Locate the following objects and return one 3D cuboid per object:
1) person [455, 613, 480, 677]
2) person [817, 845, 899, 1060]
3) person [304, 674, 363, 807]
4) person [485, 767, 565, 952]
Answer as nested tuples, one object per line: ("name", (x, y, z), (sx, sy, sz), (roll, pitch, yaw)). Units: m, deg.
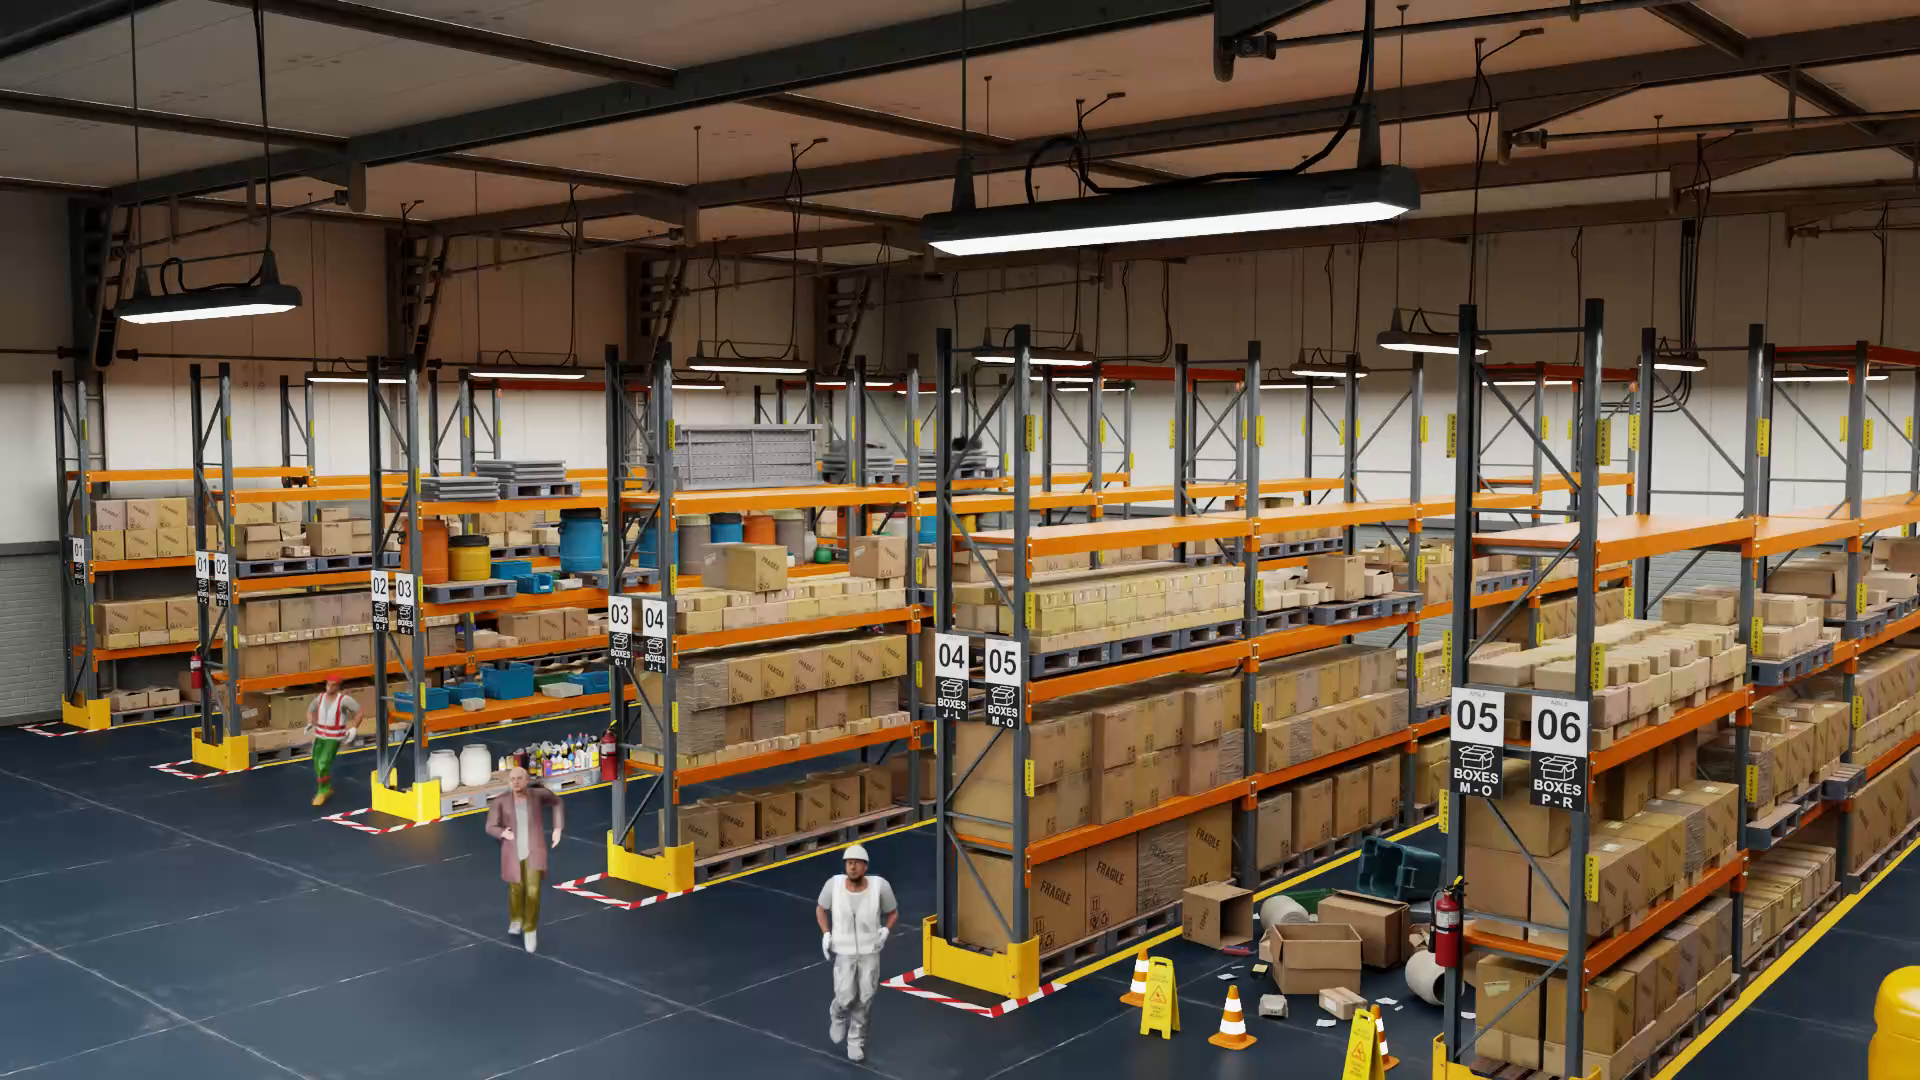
("person", (-9.178, 2.152, 30.870), (0.555, 1.640, 0.975), (3, 5, 32))
("person", (-0.824, 3.325, 13.425), (0.666, 1.746, 0.618), (0, 4, -4))
("person", (-8.469, 2.679, 22.369), (0.719, 1.780, 0.678), (1, 4, 12))
("person", (-4.261, 3.105, 16.318), (0.733, 1.805, 0.956), (-1, 4, -8))
